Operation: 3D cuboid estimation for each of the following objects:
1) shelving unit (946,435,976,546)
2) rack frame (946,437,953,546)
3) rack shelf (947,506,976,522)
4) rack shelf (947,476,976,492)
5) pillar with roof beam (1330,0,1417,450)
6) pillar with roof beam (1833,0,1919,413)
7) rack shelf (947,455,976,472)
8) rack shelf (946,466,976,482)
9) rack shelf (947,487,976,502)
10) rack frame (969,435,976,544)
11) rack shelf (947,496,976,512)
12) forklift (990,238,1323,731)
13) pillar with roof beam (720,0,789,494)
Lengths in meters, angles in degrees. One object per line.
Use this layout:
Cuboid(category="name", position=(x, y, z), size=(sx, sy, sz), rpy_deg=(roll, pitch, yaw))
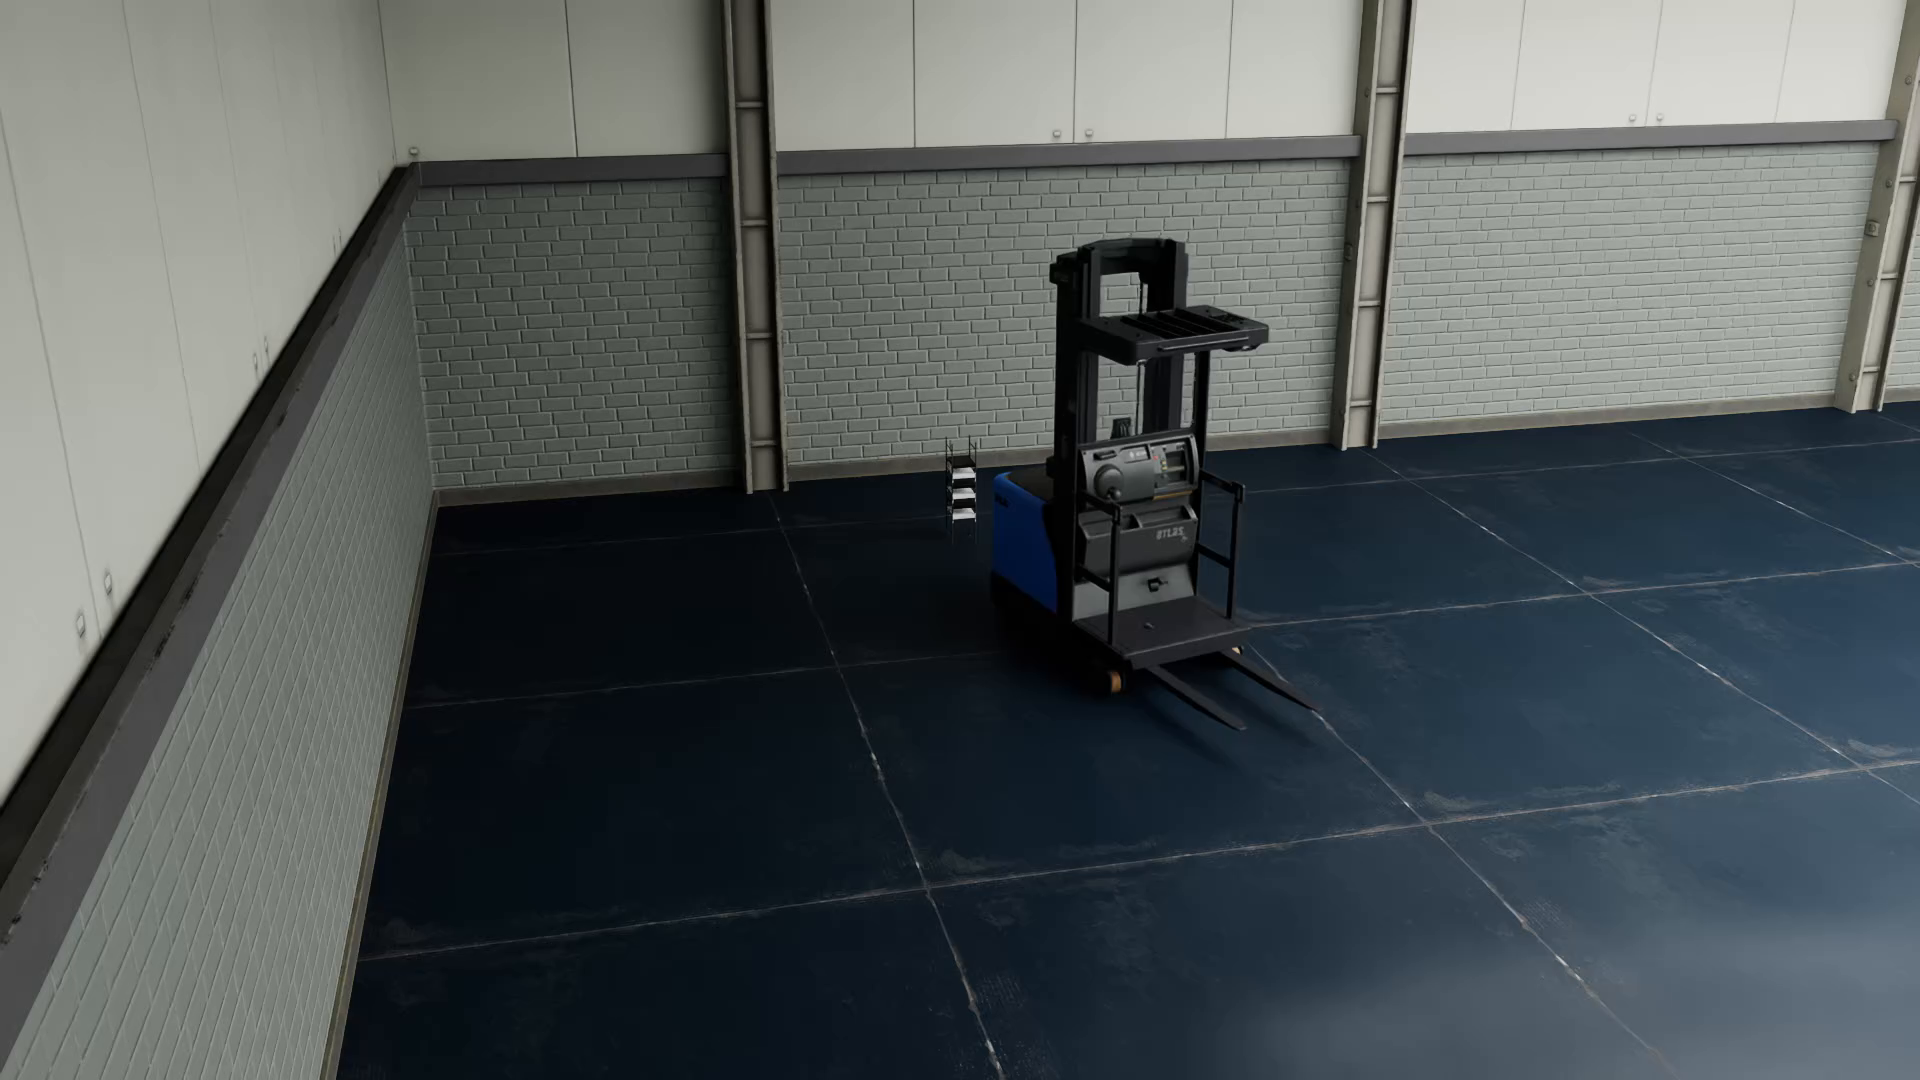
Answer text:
Cuboid(category="shelving unit", position=(0.008, -0.423, 14.162), size=(0.210, 0.900, 0.258), rpy_deg=(-5, 21, -12))
Cuboid(category="rack frame", position=(-0.091, -0.415, 14.140), size=(0.006, 0.900, 0.240), rpy_deg=(-5, 21, -12))
Cuboid(category="rack shelf", position=(0.008, -0.223, 14.235), size=(0.200, 0.077, 0.258), rpy_deg=(-5, 21, -12))
Cuboid(category="rack shelf", position=(0.008, -0.476, 14.142), size=(0.200, 0.077, 0.258), rpy_deg=(-5, 21, -12))
Cuboid(category="pillar with roof beam", position=(4.998, -3.756, 11.486), size=(0.400, 9.000, 9.100), rpy_deg=(-5, 21, -12))
Cuboid(category="pillar with roof beam", position=(10.837, -4.231, 12.783), size=(0.400, 9.000, 9.100), rpy_deg=(-5, 21, -12))
Cuboid(category="rack shelf", position=(0.008, -0.645, 14.080), size=(0.200, 0.077, 0.258), rpy_deg=(-5, 21, -12))
Cuboid(category="rack shelf", position=(0.008, -0.561, 14.111), size=(0.200, 0.077, 0.258), rpy_deg=(-5, 21, -12))
Cuboid(category="rack shelf", position=(0.008, -0.392, 14.173), size=(0.200, 0.077, 0.258), rpy_deg=(-5, 21, -12))
Cuboid(category="rack frame", position=(0.107, -0.431, 14.184), size=(0.006, 0.900, 0.240), rpy_deg=(-5, 21, -12))
Cuboid(category="rack shelf", position=(0.008, -0.307, 14.204), size=(0.200, 0.077, 0.258), rpy_deg=(-5, 21, -12))
Cuboid(category="forklift", position=(1.355, -0.492, 11.397), size=(1.130, 2.935, 3.031), rpy_deg=(-10, 22, -25))
Cuboid(category="pillar with roof beam", position=(-0.841, -3.281, 10.190), size=(0.400, 9.000, 9.100), rpy_deg=(-5, 21, -12))
